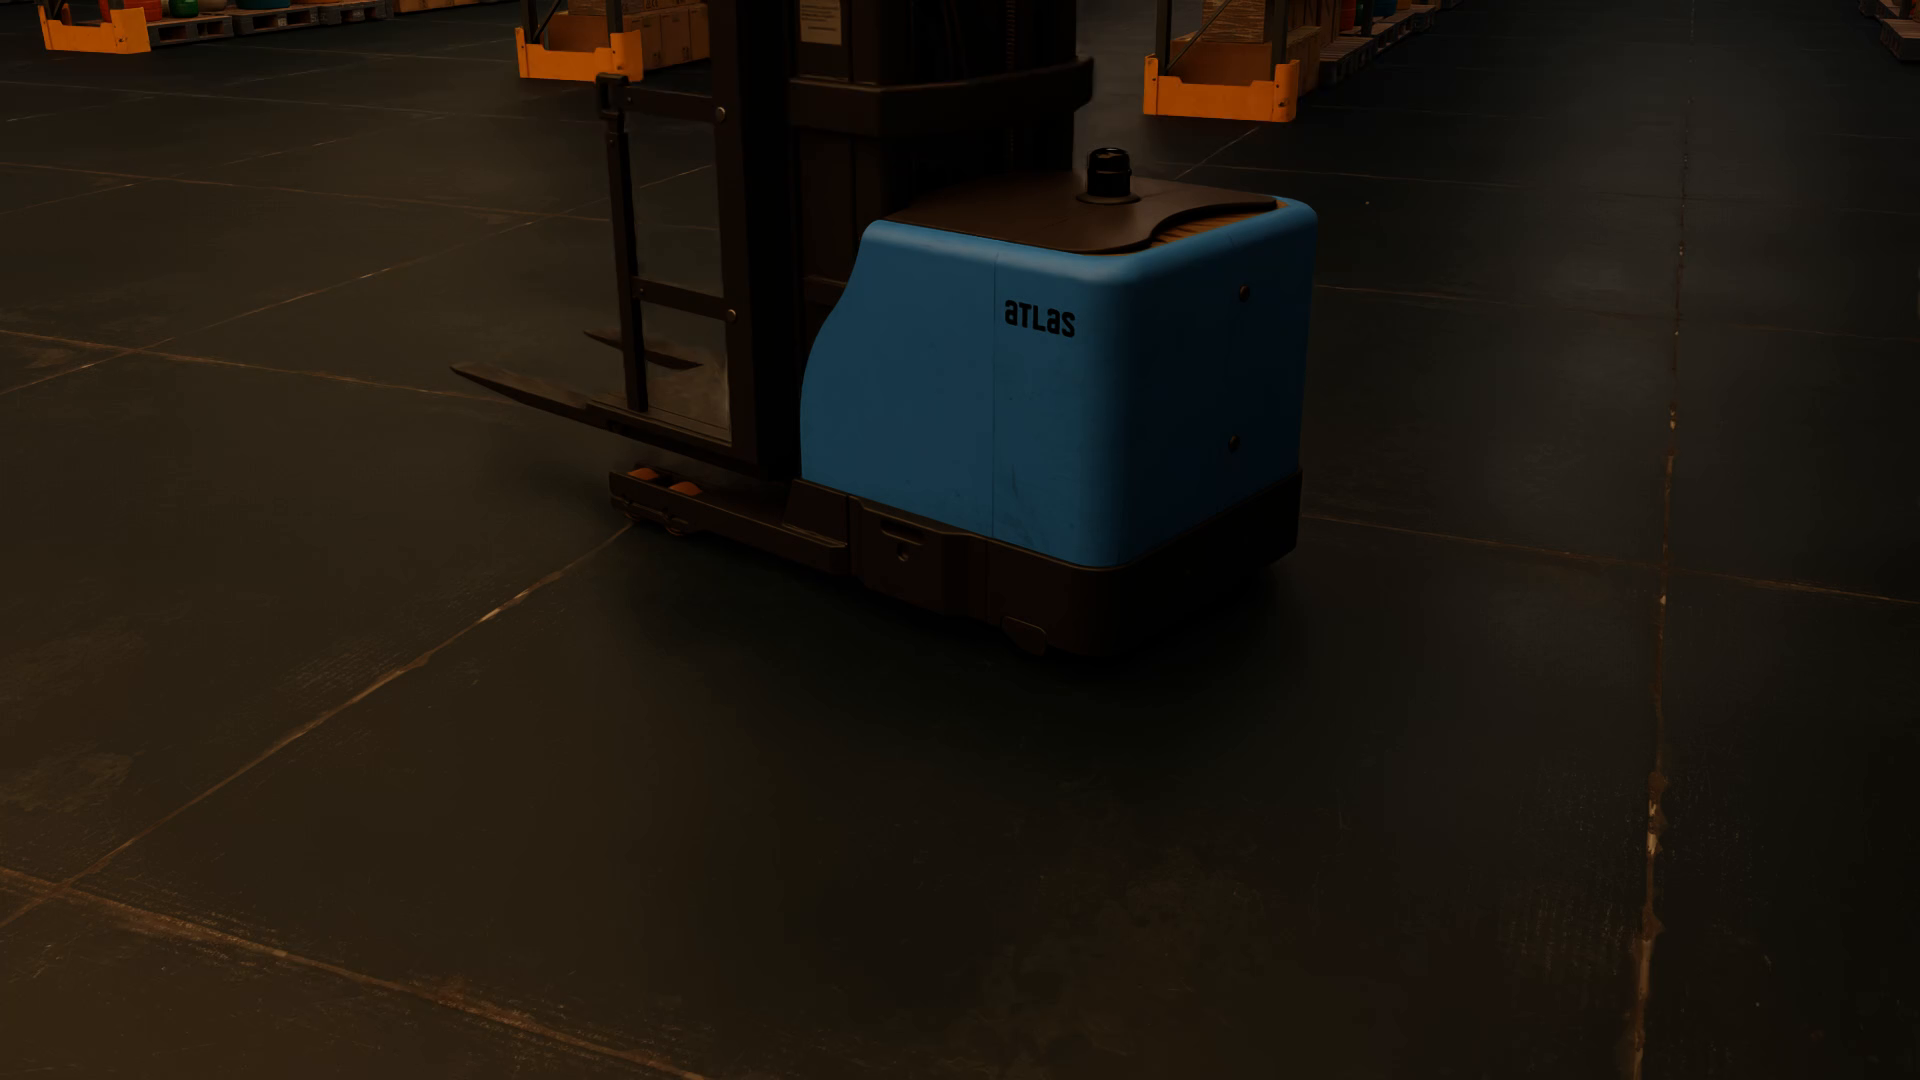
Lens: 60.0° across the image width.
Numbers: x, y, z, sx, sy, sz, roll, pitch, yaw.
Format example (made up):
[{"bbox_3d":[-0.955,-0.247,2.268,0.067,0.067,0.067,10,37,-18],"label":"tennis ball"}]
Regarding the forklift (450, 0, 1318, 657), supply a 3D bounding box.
[{"bbox_3d":[-0.471,-1.502,4.886,3.031,2.935,1.130,18,28,36],"label":"forklift"}]
